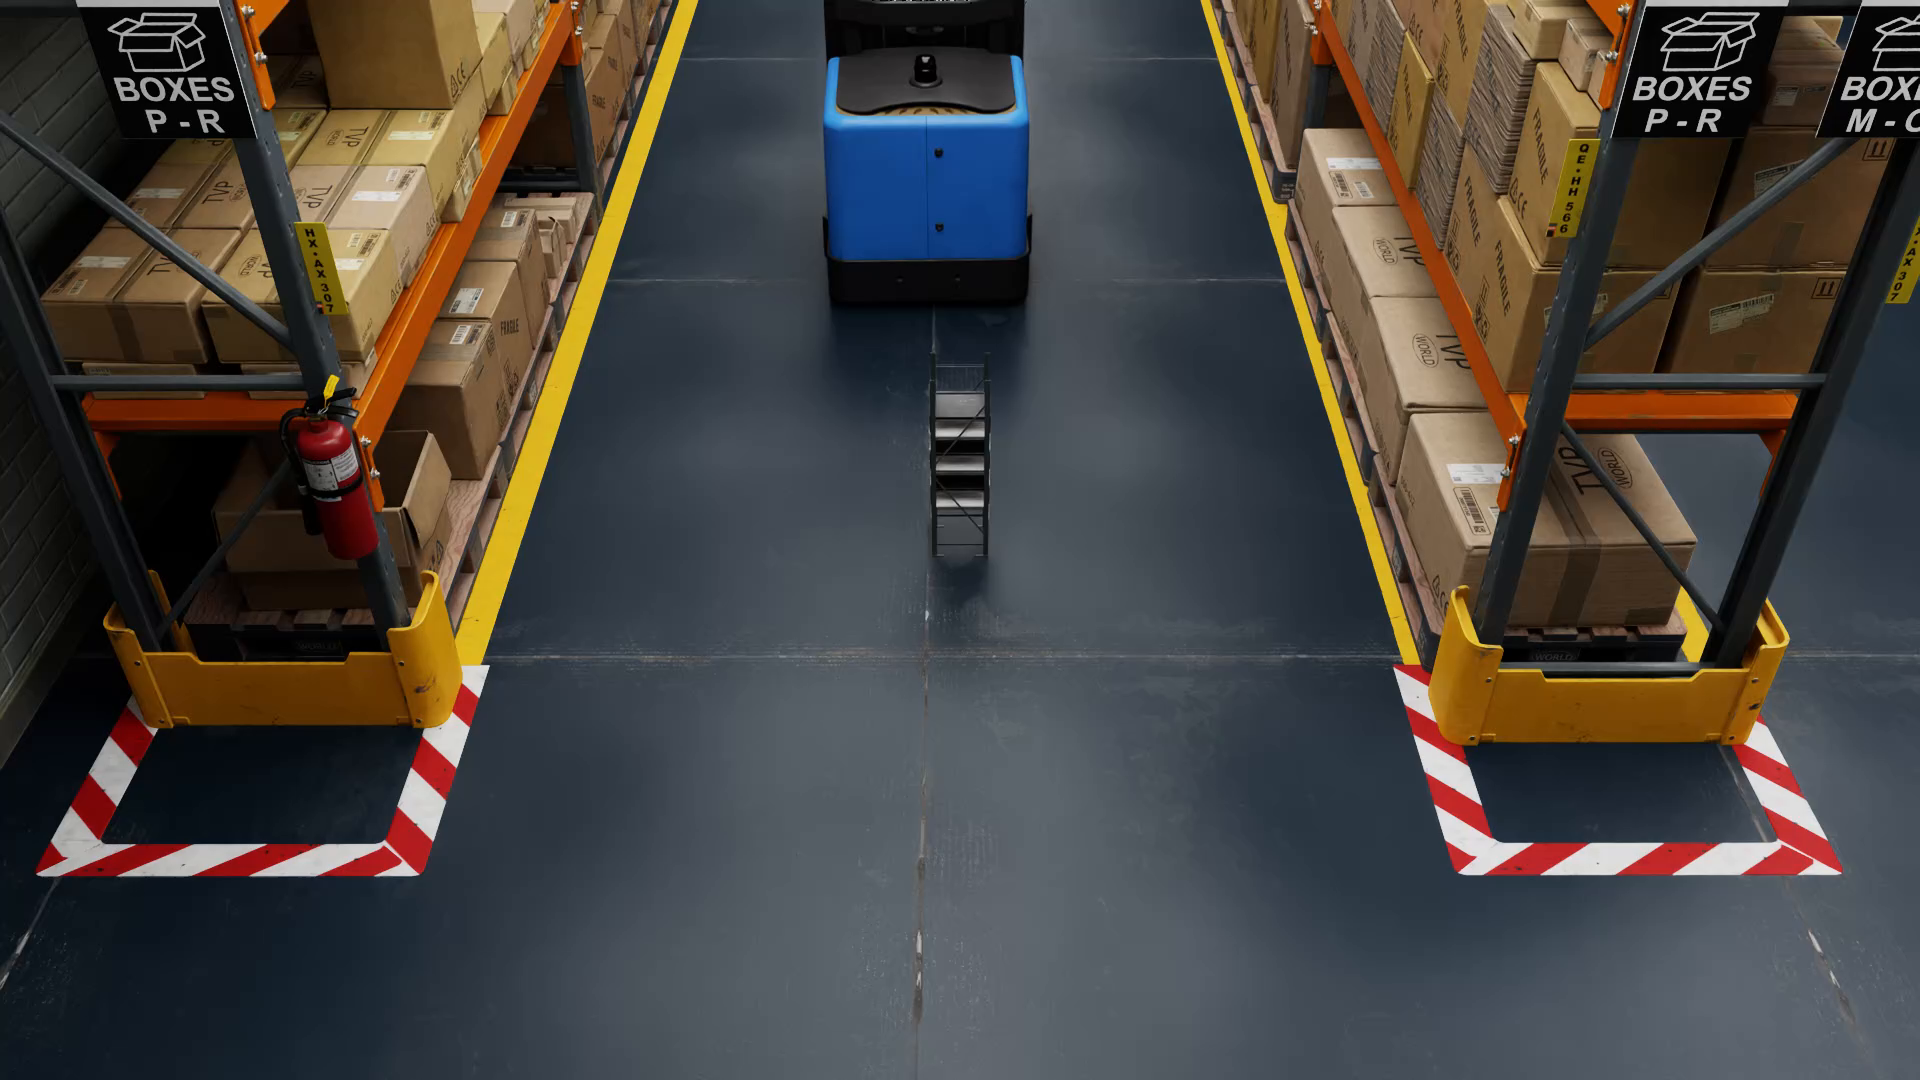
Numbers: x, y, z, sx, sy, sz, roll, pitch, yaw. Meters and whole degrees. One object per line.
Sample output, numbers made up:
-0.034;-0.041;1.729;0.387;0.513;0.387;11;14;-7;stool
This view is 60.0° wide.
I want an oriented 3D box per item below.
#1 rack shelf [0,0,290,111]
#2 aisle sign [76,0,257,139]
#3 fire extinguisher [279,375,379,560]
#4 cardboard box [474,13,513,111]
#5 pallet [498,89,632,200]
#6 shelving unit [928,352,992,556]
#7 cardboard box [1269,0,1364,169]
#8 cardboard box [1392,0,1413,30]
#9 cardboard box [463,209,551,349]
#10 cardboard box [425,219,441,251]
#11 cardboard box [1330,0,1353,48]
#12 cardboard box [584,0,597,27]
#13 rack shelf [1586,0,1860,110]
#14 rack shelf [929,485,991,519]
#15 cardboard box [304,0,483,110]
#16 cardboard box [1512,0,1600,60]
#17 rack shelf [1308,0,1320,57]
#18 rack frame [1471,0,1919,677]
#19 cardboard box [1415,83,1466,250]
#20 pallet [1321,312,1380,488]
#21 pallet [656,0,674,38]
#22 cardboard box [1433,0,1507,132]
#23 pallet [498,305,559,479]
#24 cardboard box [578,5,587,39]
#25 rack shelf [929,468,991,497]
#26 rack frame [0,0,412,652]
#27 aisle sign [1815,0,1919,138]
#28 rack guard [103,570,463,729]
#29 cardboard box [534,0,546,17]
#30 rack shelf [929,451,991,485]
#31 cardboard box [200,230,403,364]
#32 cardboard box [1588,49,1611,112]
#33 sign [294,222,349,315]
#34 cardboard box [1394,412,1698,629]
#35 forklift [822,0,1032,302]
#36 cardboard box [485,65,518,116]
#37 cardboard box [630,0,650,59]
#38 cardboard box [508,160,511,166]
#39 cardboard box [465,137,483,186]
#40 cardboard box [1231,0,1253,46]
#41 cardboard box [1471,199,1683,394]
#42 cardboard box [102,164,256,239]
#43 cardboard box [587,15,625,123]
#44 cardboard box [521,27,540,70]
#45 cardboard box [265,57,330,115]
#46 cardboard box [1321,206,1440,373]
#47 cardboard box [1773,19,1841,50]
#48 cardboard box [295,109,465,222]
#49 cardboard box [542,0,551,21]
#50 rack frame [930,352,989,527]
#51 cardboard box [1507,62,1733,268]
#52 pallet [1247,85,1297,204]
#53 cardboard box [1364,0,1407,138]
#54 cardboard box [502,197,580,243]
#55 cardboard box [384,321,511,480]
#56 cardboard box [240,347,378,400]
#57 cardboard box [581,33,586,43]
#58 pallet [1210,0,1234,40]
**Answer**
-2.551;-2.652;6.337;1.077;0.370;4.000;0;39;0;rack shelf
-2.255;-1.484;4.624;0.394;0.787;0.004;0;39;0;aisle sign
-2.087;-0.244;5.516;0.296;0.674;0.183;0;39;0;fire extinguisher
-2.306;-2.127;7.388;0.500;0.250;0.500;0;39;0;cardboard box
-2.592;-2.433;10.118;1.003;0.211;1.213;0;39;0;pallet
0.000;-0.346;6.962;0.258;0.900;0.210;0;39;0;shelving unit
2.329;-2.741;9.635;0.875;0.875;0.875;1;39;1;cardboard box
2.152;-2.514;7.109;0.500;0.500;0.500;1;39;1;cardboard box
-2.418;-1.266;8.095;0.700;0.500;0.500;-1;39;-2;cardboard box
-2.302;-1.267;6.633;0.380;0.149;0.250;1;39;1;cardboard box
2.149;-2.764;8.221;0.500;0.500;0.500;1;39;1;cardboard box
-2.391;-3.184;9.969;0.380;0.149;0.250;-1;39;-1;cardboard box
2.412;-2.658;6.345;1.077;0.370;4.000;0;39;0;rack shelf
0.000;-0.180;7.096;0.258;0.077;0.200;0;39;0;rack shelf
-2.282;-2.084;6.734;0.500;0.500;0.500;1;39;1;cardboard box
2.105;-1.744;5.630;0.380;0.149;0.250;0;39;0;cardboard box
2.408;-3.989;10.404;1.077;0.370;4.000;0;39;0;rack shelf
2.415;-0.517;5.497;1.000;3.000;0.127;0;39;0;rack frame
2.153;-1.493;6.635;0.500;0.500;0.500;1;39;1;cardboard box
2.337;-0.690;7.943;1.003;0.211;1.213;0;39;0;pallet
-2.595;-3.959;12.022;1.003;0.211;1.213;0;39;0;pallet
2.149;-1.884;6.323;0.500;0.500;0.500;0;39;0;cardboard box
-2.550;-0.730;7.993;1.003;0.211;1.213;0;39;0;pallet
-2.336;-2.958;9.448;0.380;0.149;0.250;-2;39;-2;cardboard box
0.000;-0.250;7.039;0.258;0.077;0.200;0;39;0;rack shelf
-2.549;-0.512;5.490;1.000;3.000;0.127;0;39;0;rack frame
2.705;-1.487;4.628;0.394;0.787;0.004;0;39;0;aisle sign
-2.549;0.416;6.331;1.175;0.500;0.348;0;39;0;rack guard
-2.309;-2.752;8.168;0.500;0.250;0.500;1;39;1;cardboard box
0.000;-0.320;6.983;0.258;0.077;0.200;0;39;0;rack shelf
-2.280;-0.853;5.798;0.500;0.250;0.500;0;39;0;cardboard box
2.214;-1.424;5.230;0.380;0.149;0.250;0;39;1;cardboard box
-2.006;-0.850;5.220;0.100;0.325;0.005;0;39;0;sign
2.314;-0.094;6.682;0.875;0.438;0.875;-1;39;-2;cardboard box
-0.200;-3.285;9.006;1.130;2.935;3.031;-1;39;-1;forklift
-2.253;-2.067;7.631;0.380;0.149;0.250;-1;39;-1;cardboard box
-2.330;-3.473;10.849;0.500;0.500;0.500;-1;39;-2;cardboard box
-2.850;-2.508;9.644;0.500;0.500;0.500;0;39;0;cardboard box
-2.248;-1.590;7.036;0.380;0.149;0.250;1;39;1;cardboard box
2.320;-3.865;11.038;0.875;0.875;0.875;0;39;1;cardboard box
2.149;-0.858;5.842;0.500;0.500;0.500;0;39;0;cardboard box
-2.814;-1.179;6.205;0.500;0.250;0.500;0;39;0;cardboard box
-2.340;-2.837;10.055;0.500;0.500;0.500;-1;39;-1;cardboard box
-2.254;-2.390;8.035;0.380;0.149;0.250;1;39;1;cardboard box
-2.811;-1.816;6.999;0.500;0.250;0.500;0;39;0;cardboard box
2.305;-1.230;8.100;0.875;0.438;0.875;-1;39;-1;cardboard box
2.620;-1.586;5.432;0.380;0.149;0.250;1;39;1;cardboard box
-2.285;-1.485;6.587;0.500;0.250;0.500;-1;39;-1;cardboard box
-2.301;-2.716;8.441;0.380;0.149;0.250;0;39;1;cardboard box
0.000;-0.410;7.042;0.240;0.900;0.006;0;39;0;rack frame
2.176;-1.248;5.529;0.500;0.500;0.500;1;39;1;cardboard box
2.334;-2.413;10.092;1.003;0.211;1.213;0;39;0;pallet
2.139;-2.138;7.440;0.500;0.500;0.500;0;39;0;cardboard box
-2.259;-1.716;8.937;0.380;0.149;0.250;-1;39;-1;cardboard box
-2.417;-0.617;7.284;0.700;0.500;0.500;1;39;2;cardboard box
-2.275;-0.619;5.825;0.380;0.149;0.250;0;39;0;cardboard box
-2.366;-2.852;9.555;0.380;0.149;0.250;-1;39;-1;cardboard box
2.331;-3.939;11.996;1.003;0.211;1.213;0;39;0;pallet
